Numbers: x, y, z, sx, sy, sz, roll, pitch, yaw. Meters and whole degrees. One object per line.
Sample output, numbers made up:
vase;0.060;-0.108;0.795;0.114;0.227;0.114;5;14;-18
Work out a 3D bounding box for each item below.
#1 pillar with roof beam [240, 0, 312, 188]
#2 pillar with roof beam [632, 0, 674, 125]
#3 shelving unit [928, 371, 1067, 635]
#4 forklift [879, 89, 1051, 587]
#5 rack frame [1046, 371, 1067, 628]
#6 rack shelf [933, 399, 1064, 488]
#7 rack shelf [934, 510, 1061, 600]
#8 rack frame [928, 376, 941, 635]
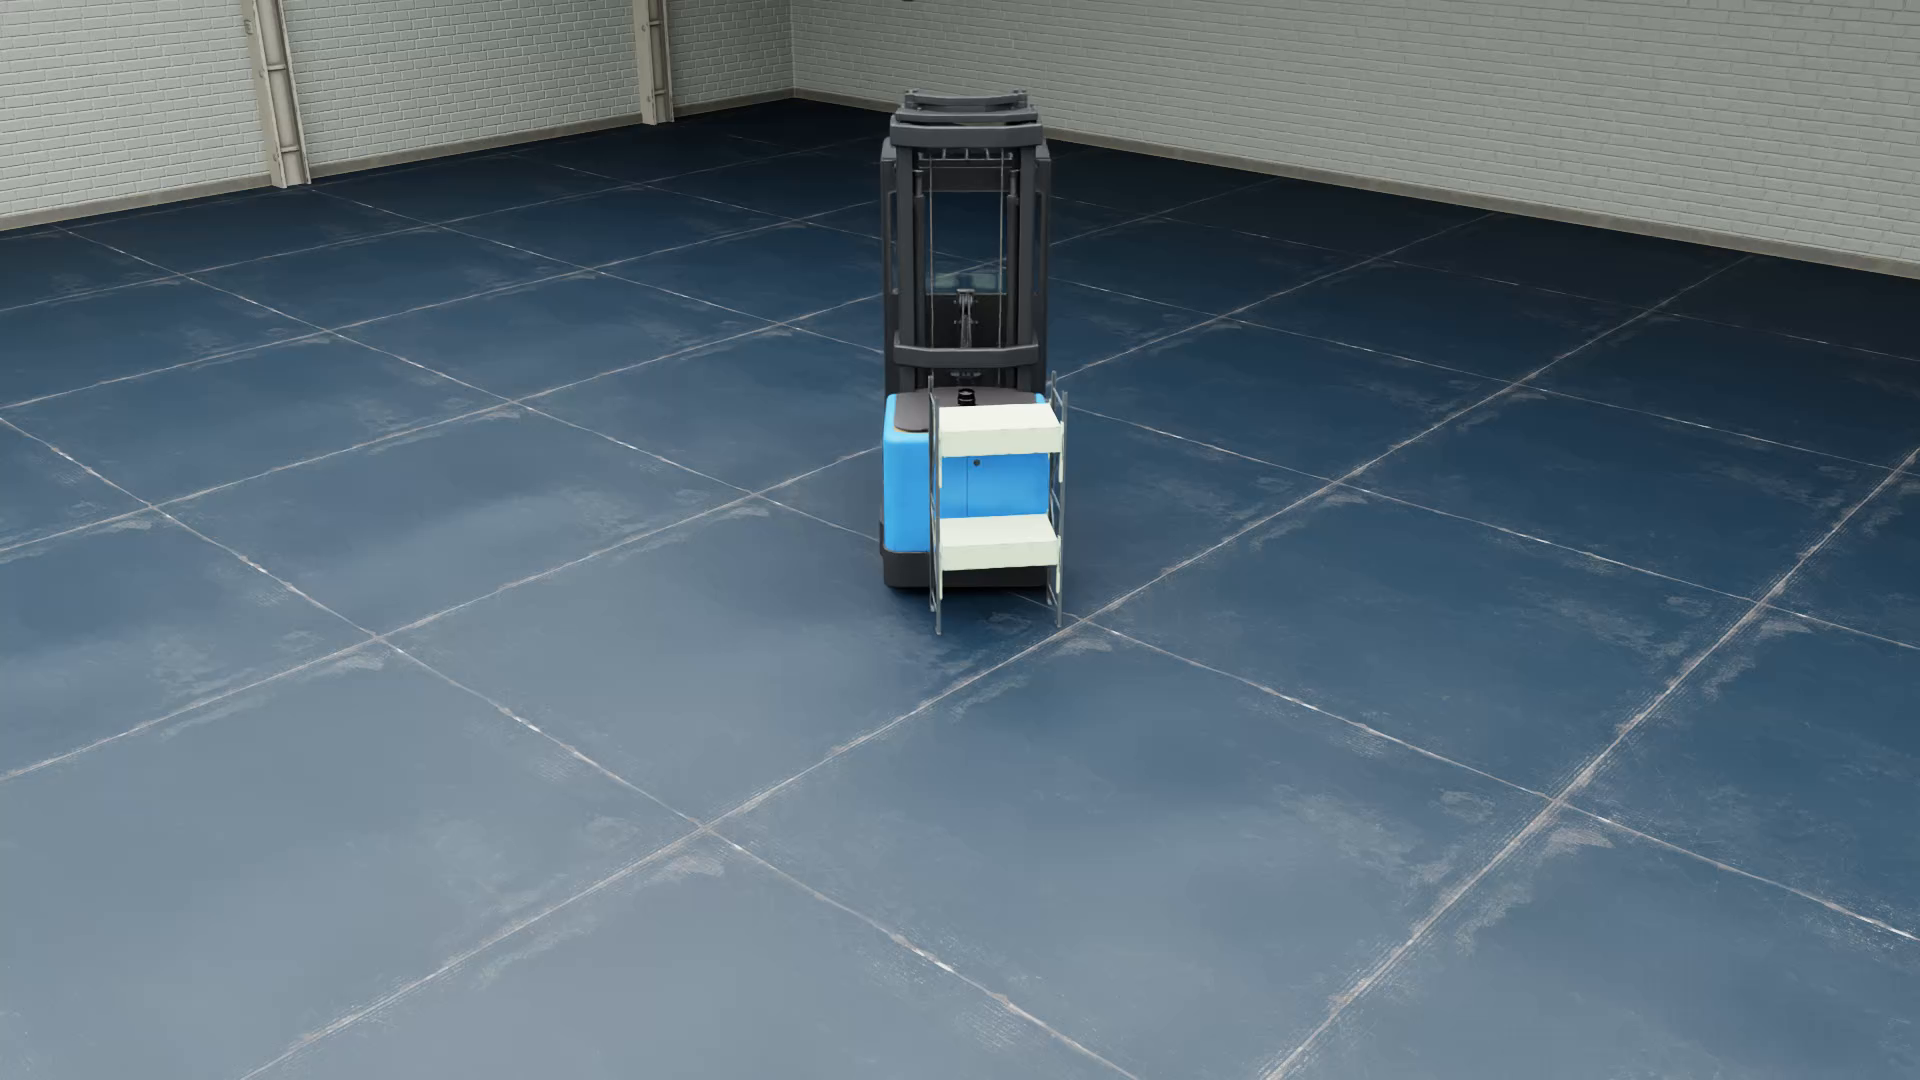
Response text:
pillar with roof beam;-5.447;-7.538;17.062;9.100;9.000;0.400;20;31;38
pillar with roof beam;-1.442;-9.366;21.140;9.100;9.000;0.400;20;31;38
shelving unit;0.212;-0.214;9.893;0.755;1.500;0.431;-3;24;-6
forklift;0.035;-1.597;11.229;1.130;2.935;3.031;0;24;0
rack frame;0.575;-0.232;9.933;0.023;1.500;0.400;-3;24;-6
rack shelf;0.212;-0.570;9.734;0.720;0.370;0.431;-3;24;-6
rack shelf;0.212;0.084;10.026;0.720;0.370;0.431;-3;24;-6
rack frame;-0.151;-0.196;9.853;0.023;1.500;0.400;-3;24;-6
